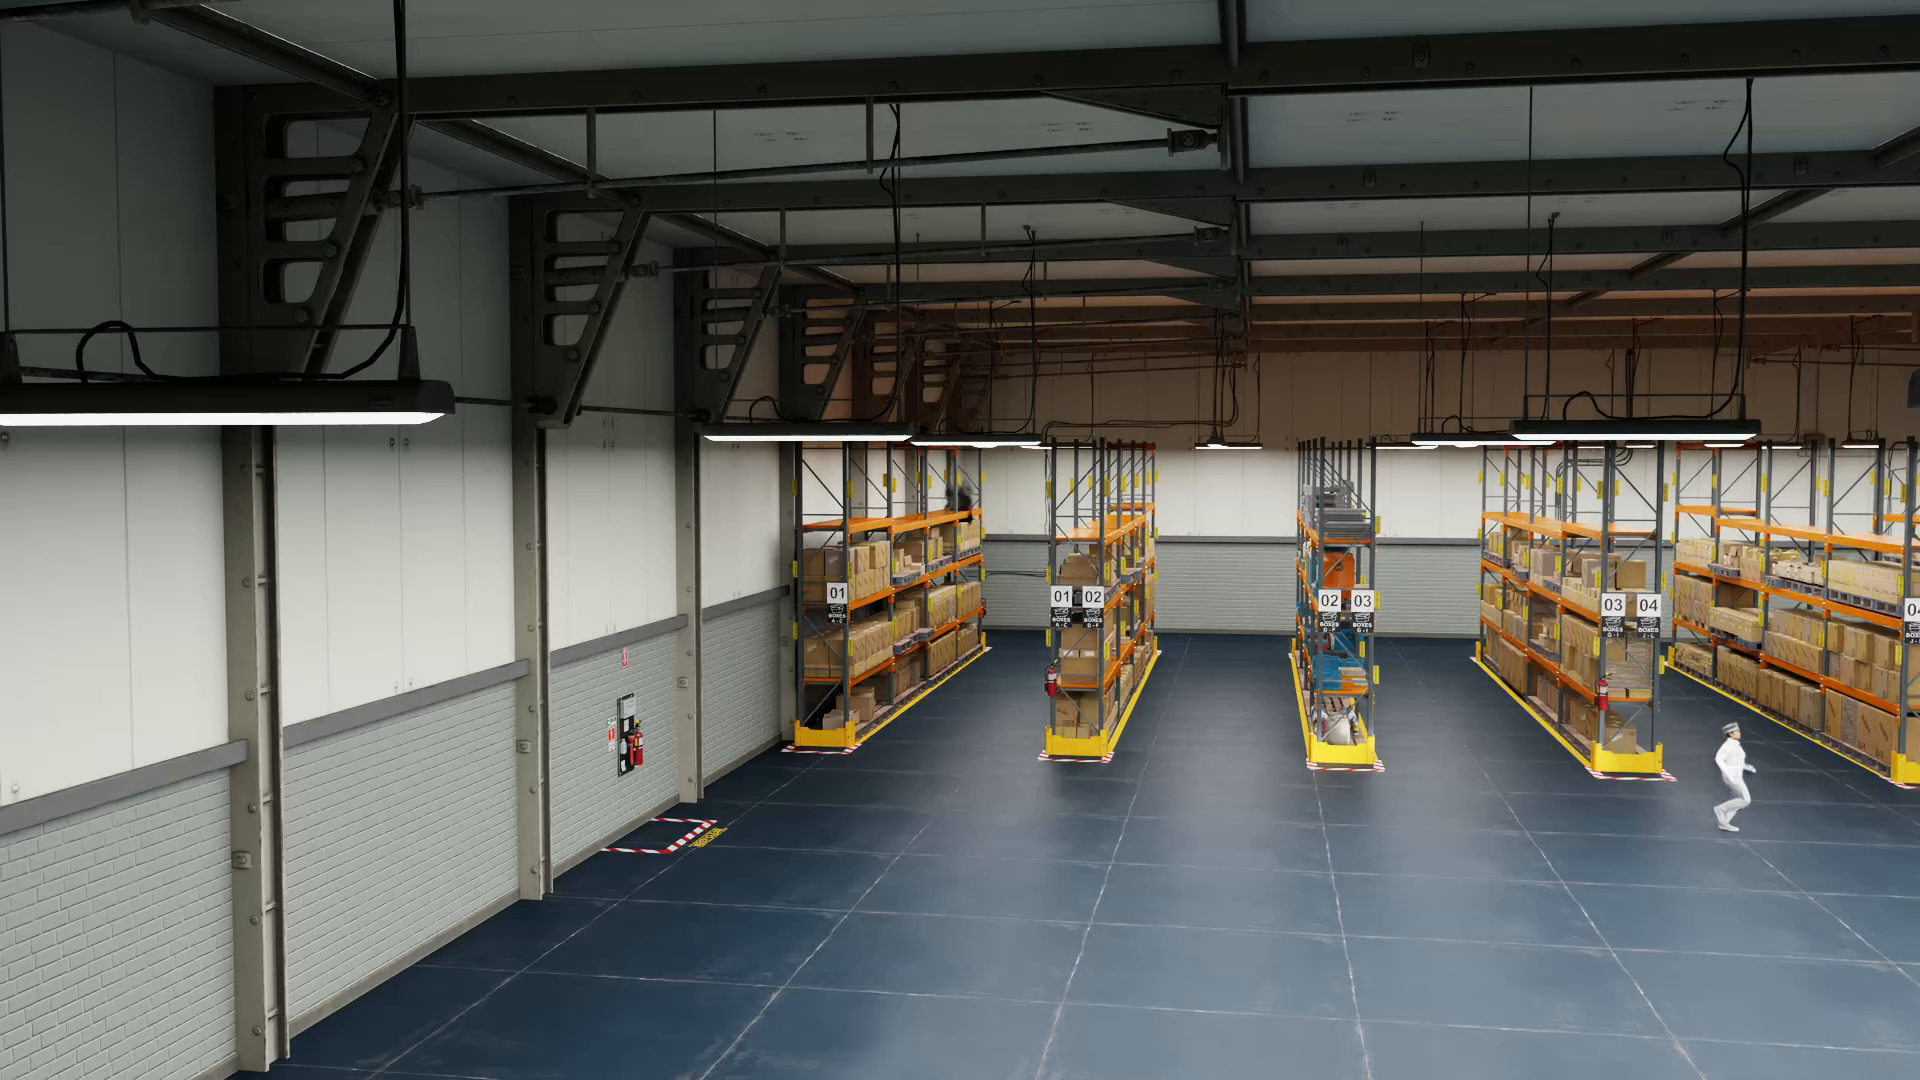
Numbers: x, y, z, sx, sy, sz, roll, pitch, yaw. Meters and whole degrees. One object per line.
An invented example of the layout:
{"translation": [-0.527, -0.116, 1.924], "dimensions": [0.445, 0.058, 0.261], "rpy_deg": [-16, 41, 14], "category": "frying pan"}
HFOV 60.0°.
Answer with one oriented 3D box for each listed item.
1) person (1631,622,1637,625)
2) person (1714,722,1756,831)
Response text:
{"translation": [17.694, 2.580, 43.899], "dimensions": [0.622, 1.693, 0.636], "rpy_deg": [1, 3, 25], "category": "person"}
{"translation": [11.685, 3.567, 25.060], "dimensions": [0.540, 1.656, 0.592], "rpy_deg": [2, 4, 34], "category": "person"}
